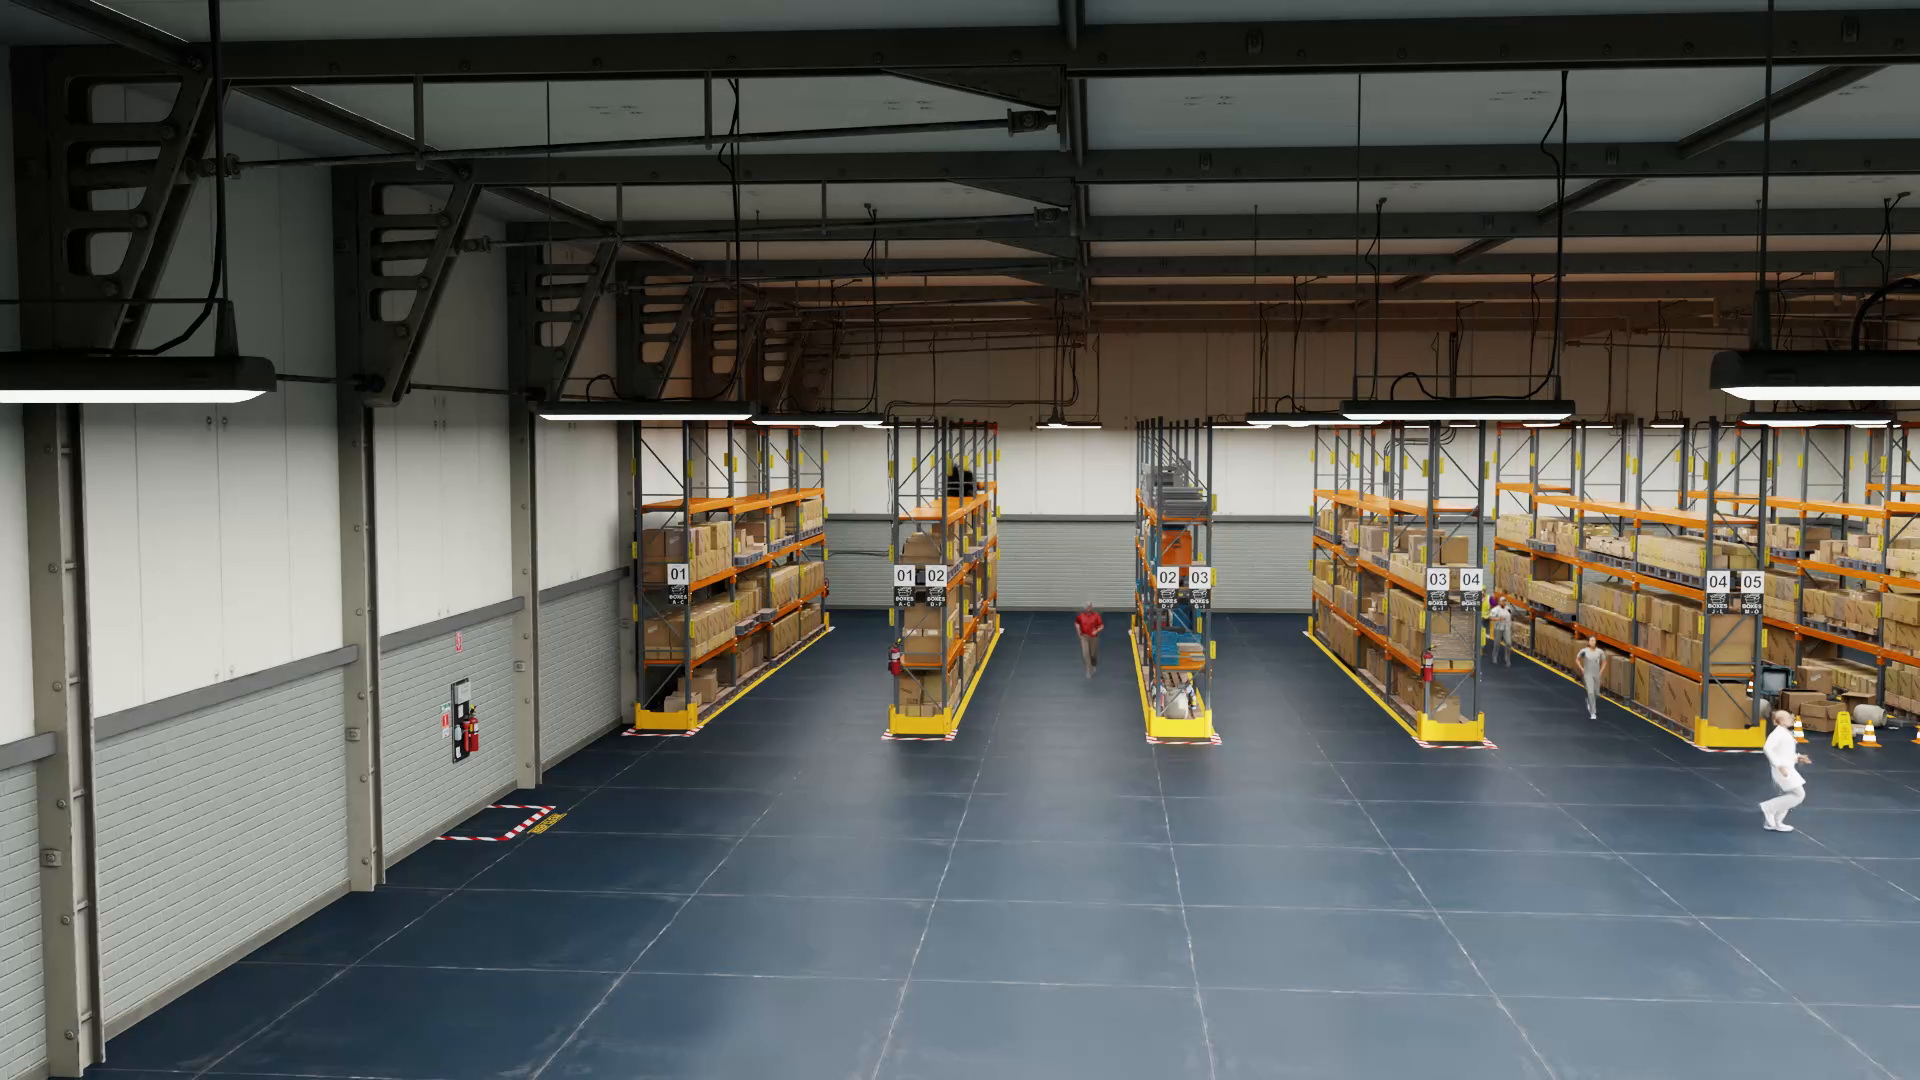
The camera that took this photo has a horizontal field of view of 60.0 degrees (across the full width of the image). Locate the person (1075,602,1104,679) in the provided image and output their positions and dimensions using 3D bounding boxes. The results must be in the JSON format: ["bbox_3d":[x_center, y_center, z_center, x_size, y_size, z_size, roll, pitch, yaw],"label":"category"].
[{"bbox_3d":[2.960,2.283,38.183,0.672,1.711,0.819,0,4,6],"label":"person"}]

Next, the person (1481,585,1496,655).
[{"bbox_3d":[13.491,2.037,42.888,0.681,1.782,0.916,0,4,7],"label":"person"}]

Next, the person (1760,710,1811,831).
[{"bbox_3d":[11.803,3.303,23.760,0.628,1.732,0.704,2,4,29],"label":"person"}]

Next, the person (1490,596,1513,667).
[{"bbox_3d":[13.253,2.236,40.730,0.613,1.732,0.741,0,4,1],"label":"person"}]

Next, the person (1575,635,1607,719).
[{"bbox_3d":[12.652,2.722,33.343,0.579,1.650,0.790,0,4,6],"label":"person"}]
